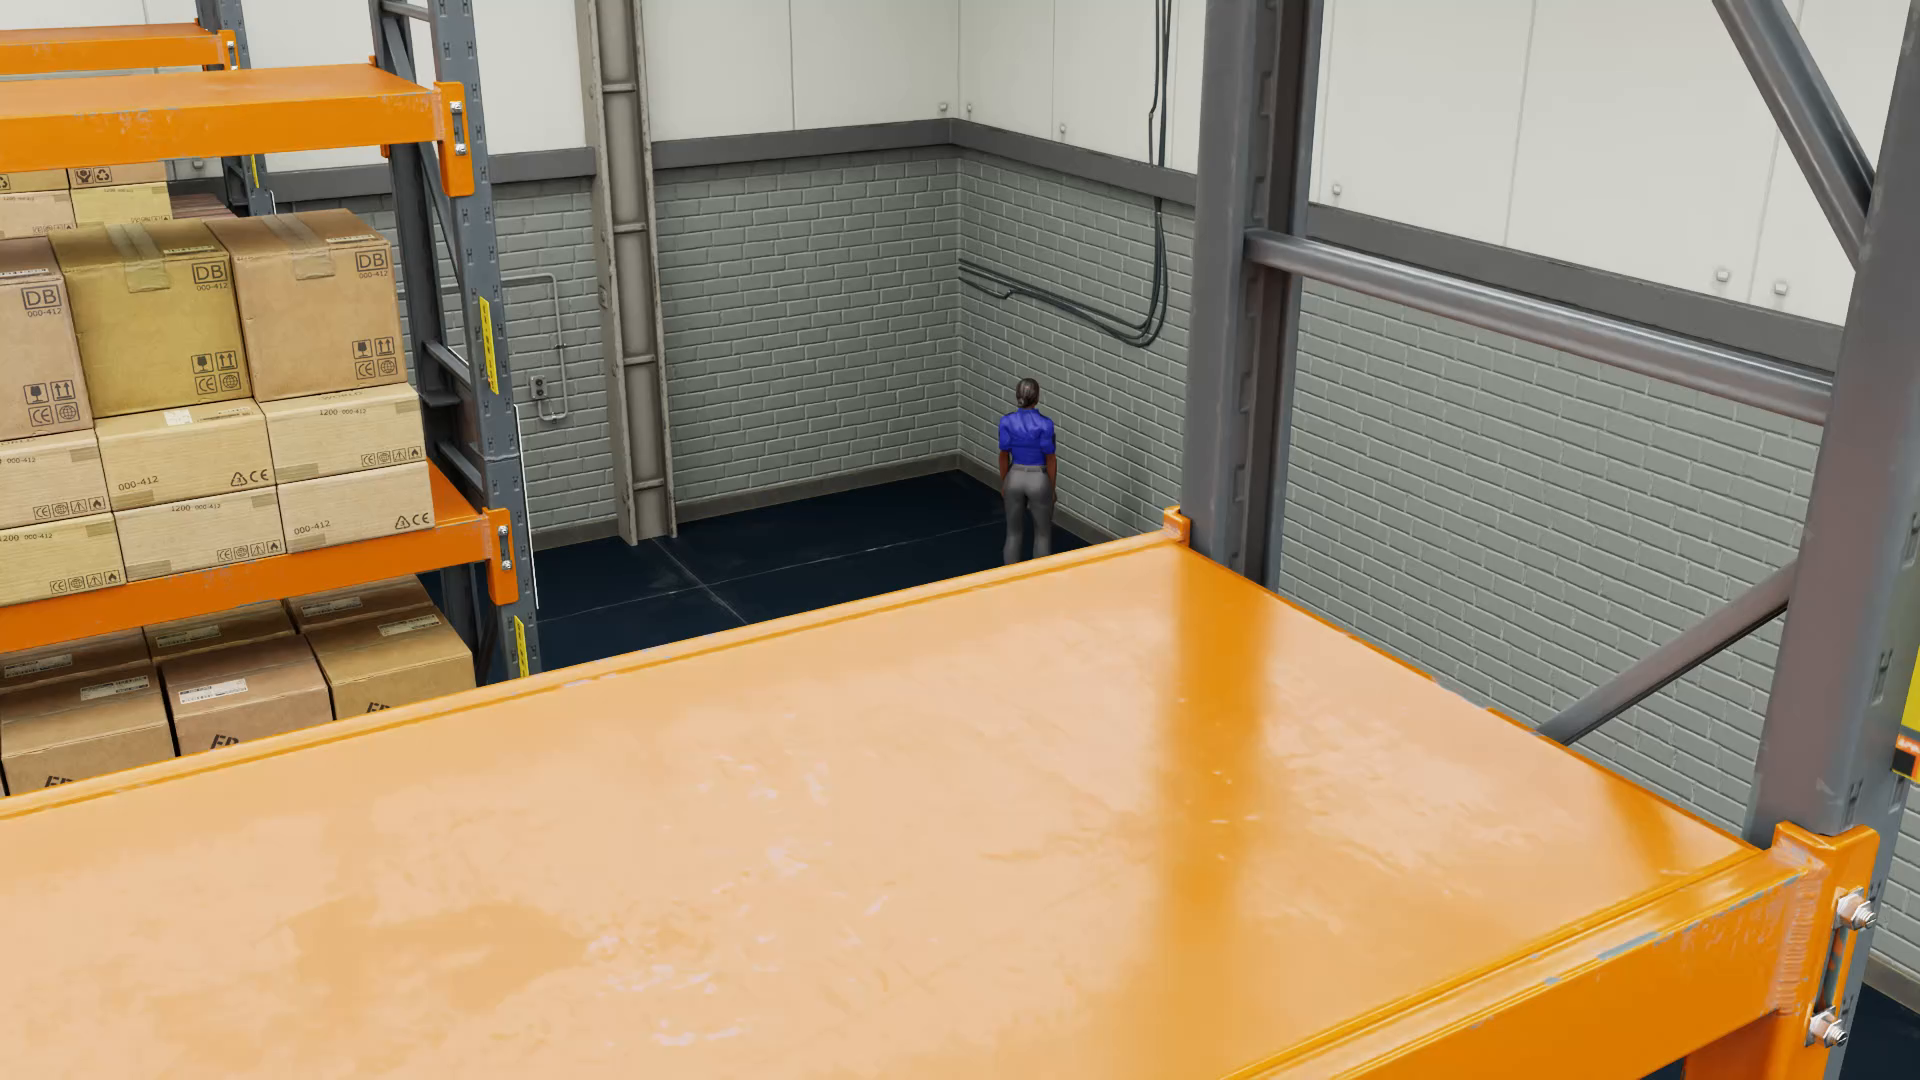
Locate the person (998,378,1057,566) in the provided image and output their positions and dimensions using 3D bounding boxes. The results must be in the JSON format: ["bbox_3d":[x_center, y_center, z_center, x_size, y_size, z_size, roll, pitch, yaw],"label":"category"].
[{"bbox_3d":[0.509,-0.384,12.051,0.446,1.659,0.339,7,23,16],"label":"person"}]
